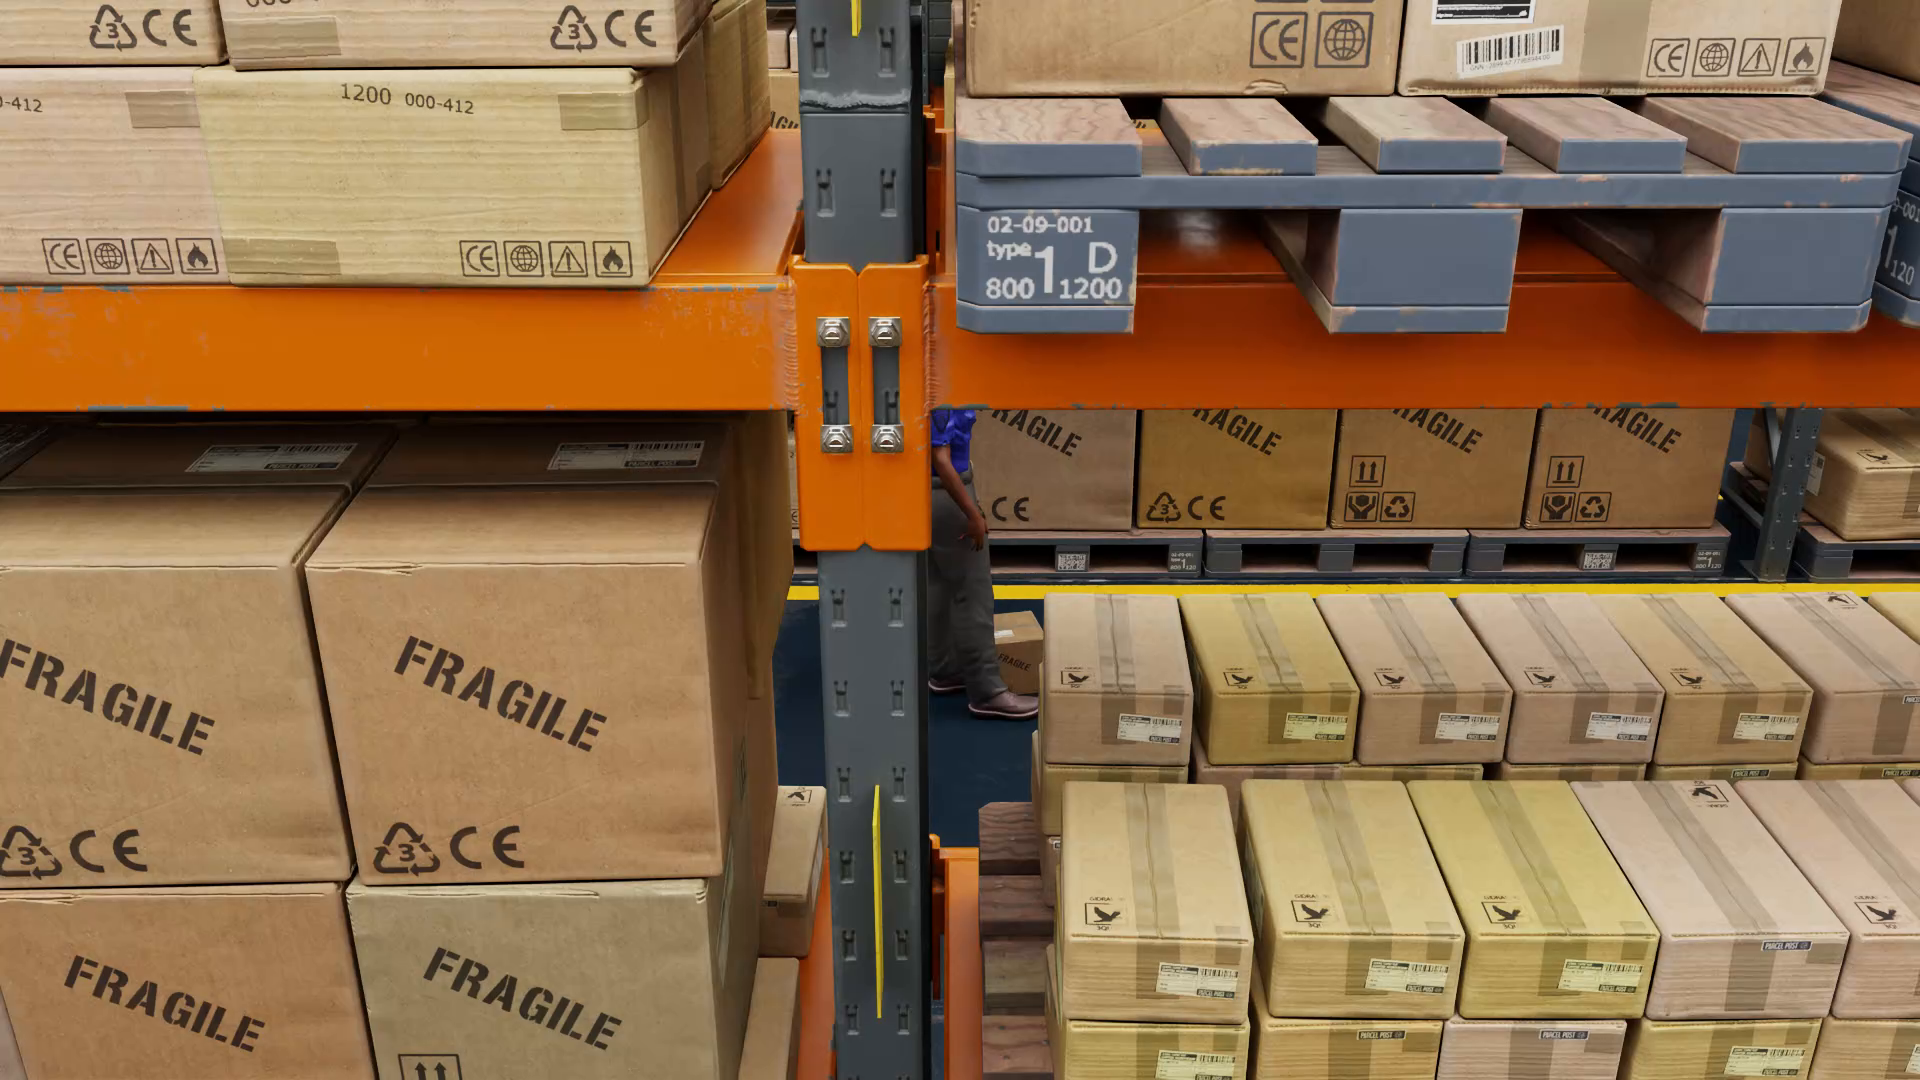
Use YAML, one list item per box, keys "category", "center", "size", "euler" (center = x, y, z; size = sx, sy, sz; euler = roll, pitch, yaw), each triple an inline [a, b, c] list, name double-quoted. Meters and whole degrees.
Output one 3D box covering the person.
- category: "person"
  center: [0.031, -0.140, 6.398]
  size: [0.504, 1.655, 0.547]
  euler: [-6, 25, -13]
